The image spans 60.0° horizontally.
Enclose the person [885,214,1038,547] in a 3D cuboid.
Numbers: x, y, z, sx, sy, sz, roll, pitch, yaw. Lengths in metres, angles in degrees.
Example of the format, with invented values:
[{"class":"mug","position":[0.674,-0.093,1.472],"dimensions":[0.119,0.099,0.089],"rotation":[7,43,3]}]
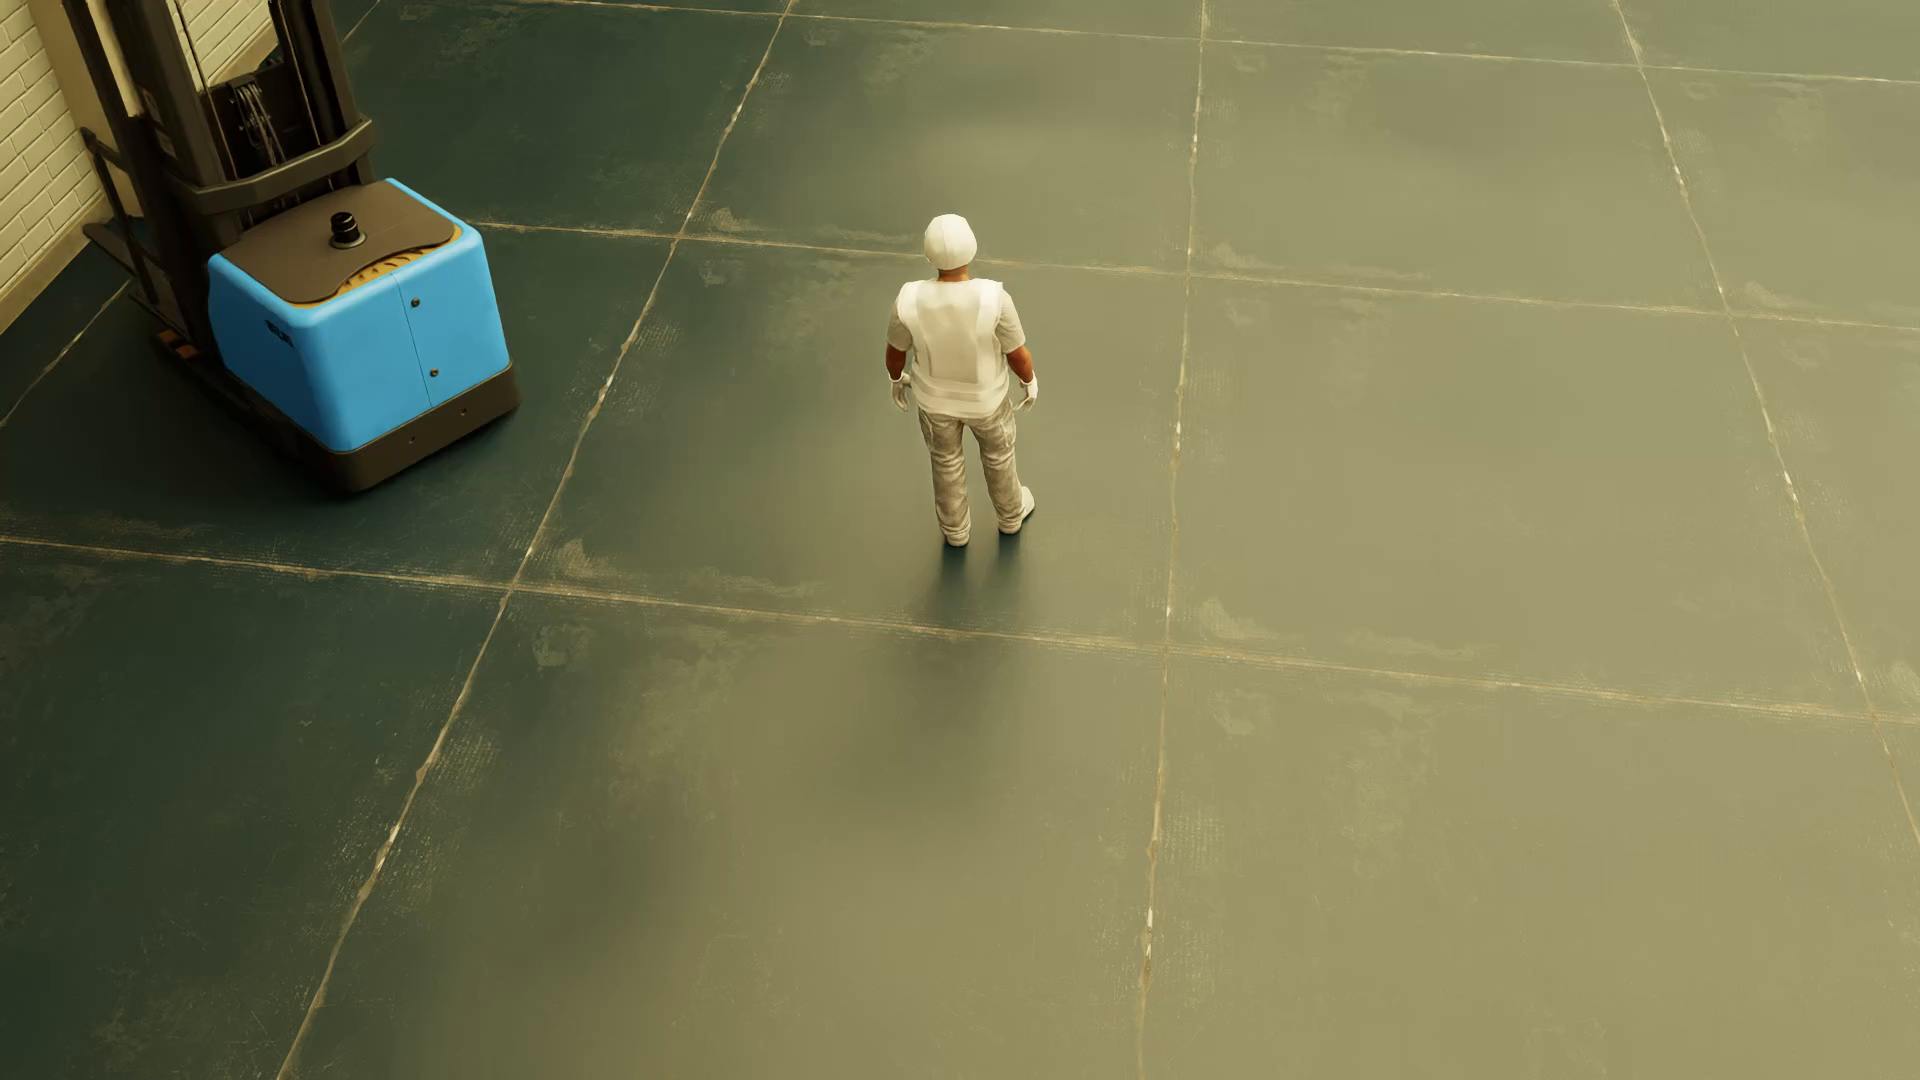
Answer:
[{"class":"person","position":[0.019,-0.710,7.334],"dimensions":[0.656,1.782,0.576],"rotation":[5,43,6]}]

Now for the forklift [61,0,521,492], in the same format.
[{"class":"forklift","position":[-3.689,-2.182,8.100],"dimensions":[3.031,2.935,1.130],"rotation":[32,51,30]}]
